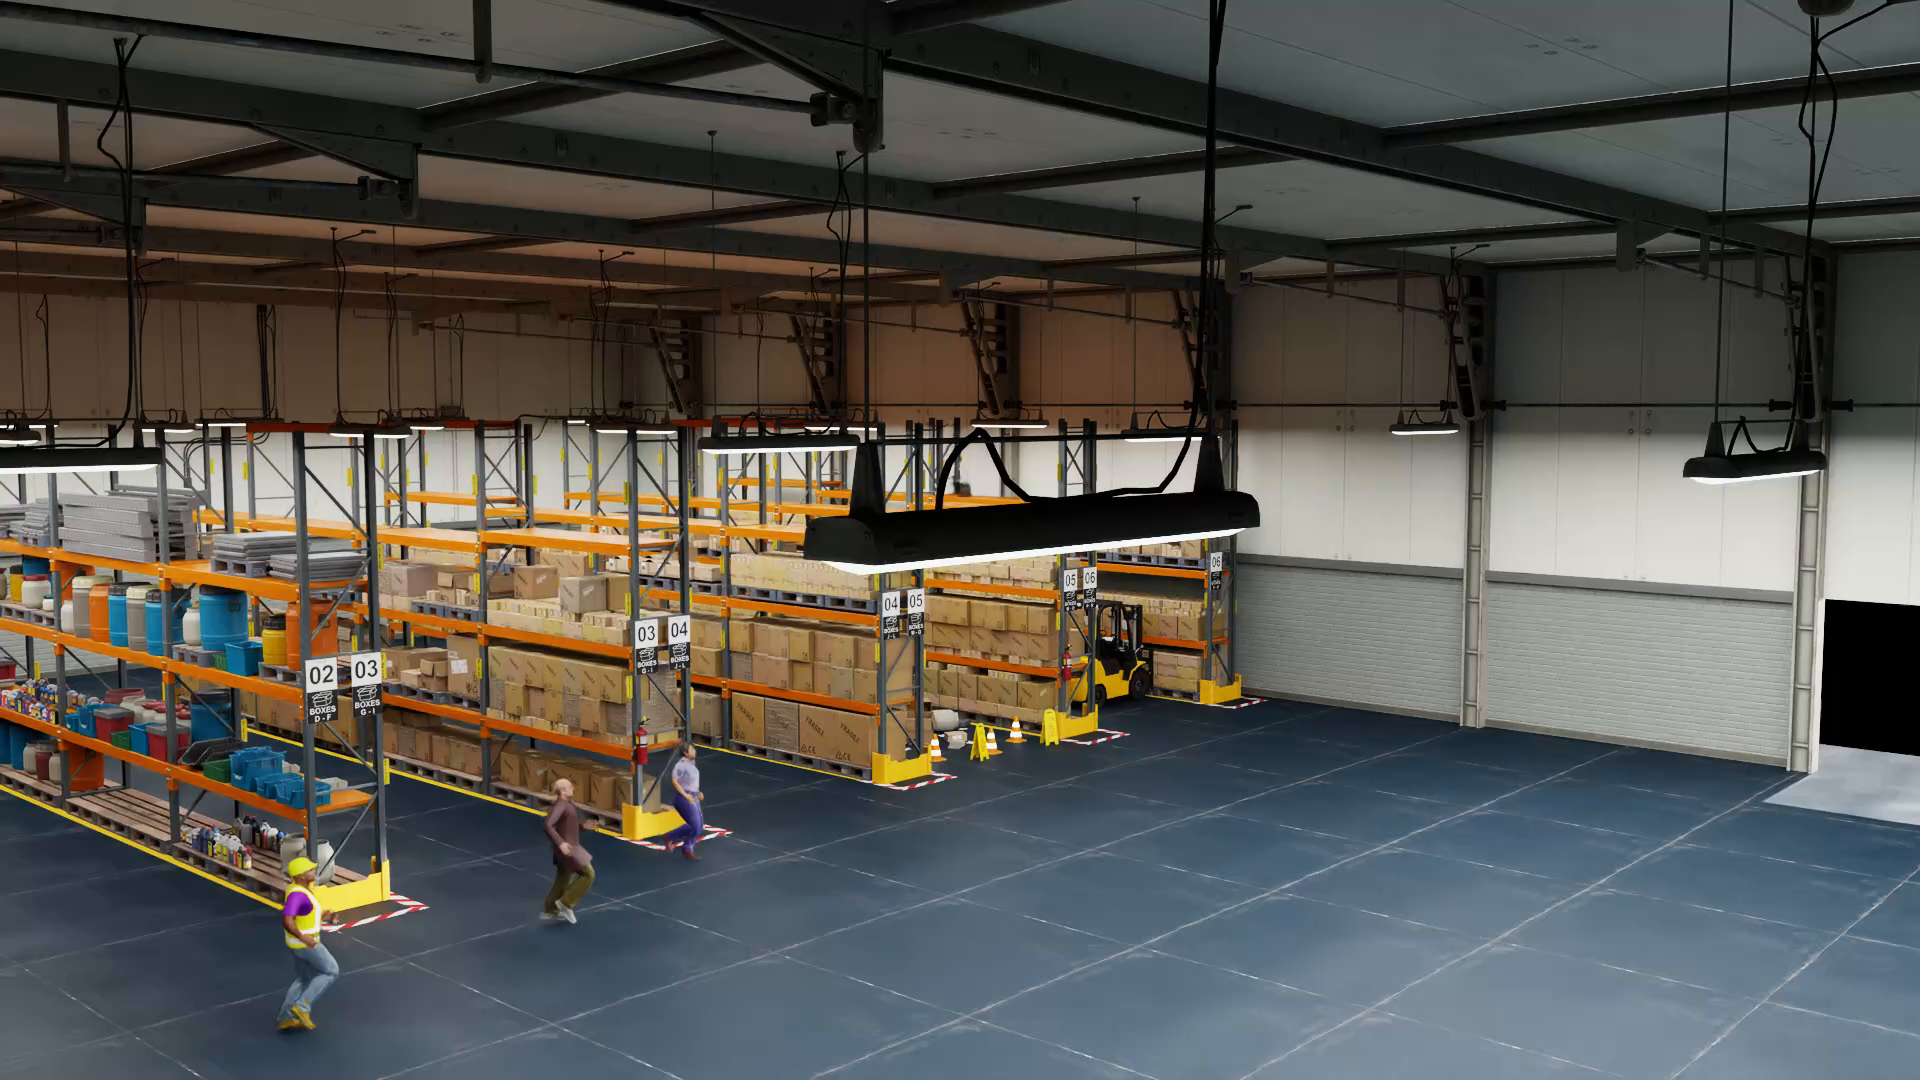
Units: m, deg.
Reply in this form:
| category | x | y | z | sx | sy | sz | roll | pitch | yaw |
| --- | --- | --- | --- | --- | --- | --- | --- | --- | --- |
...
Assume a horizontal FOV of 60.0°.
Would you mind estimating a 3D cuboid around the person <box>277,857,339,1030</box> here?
| category | x | y | z | sx | sy | sz | roll | pitch | yaw |
| --- | --- | --- | --- | --- | --- | --- | --- | --- | --- |
| person | -6.603 | 4.078 | 16.863 | 0.653 | 1.739 | 0.675 | -3 | 5 | -31 |

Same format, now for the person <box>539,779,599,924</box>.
| category | x | y | z | sx | sy | sz | roll | pitch | yaw |
| --- | --- | --- | --- | --- | --- | --- | --- | --- | --- |
| person | -4.774 | 3.892 | 20.298 | 0.731 | 1.559 | 0.678 | -2 | 5 | -18 |

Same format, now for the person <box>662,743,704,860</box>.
| category | x | y | z | sx | sy | sz | roll | pitch | yaw |
| --- | --- | --- | --- | --- | --- | --- | --- | --- | --- |
| person | -3.869 | 3.655 | 23.291 | 0.547 | 1.626 | 0.616 | 0 | 5 | 3 |
